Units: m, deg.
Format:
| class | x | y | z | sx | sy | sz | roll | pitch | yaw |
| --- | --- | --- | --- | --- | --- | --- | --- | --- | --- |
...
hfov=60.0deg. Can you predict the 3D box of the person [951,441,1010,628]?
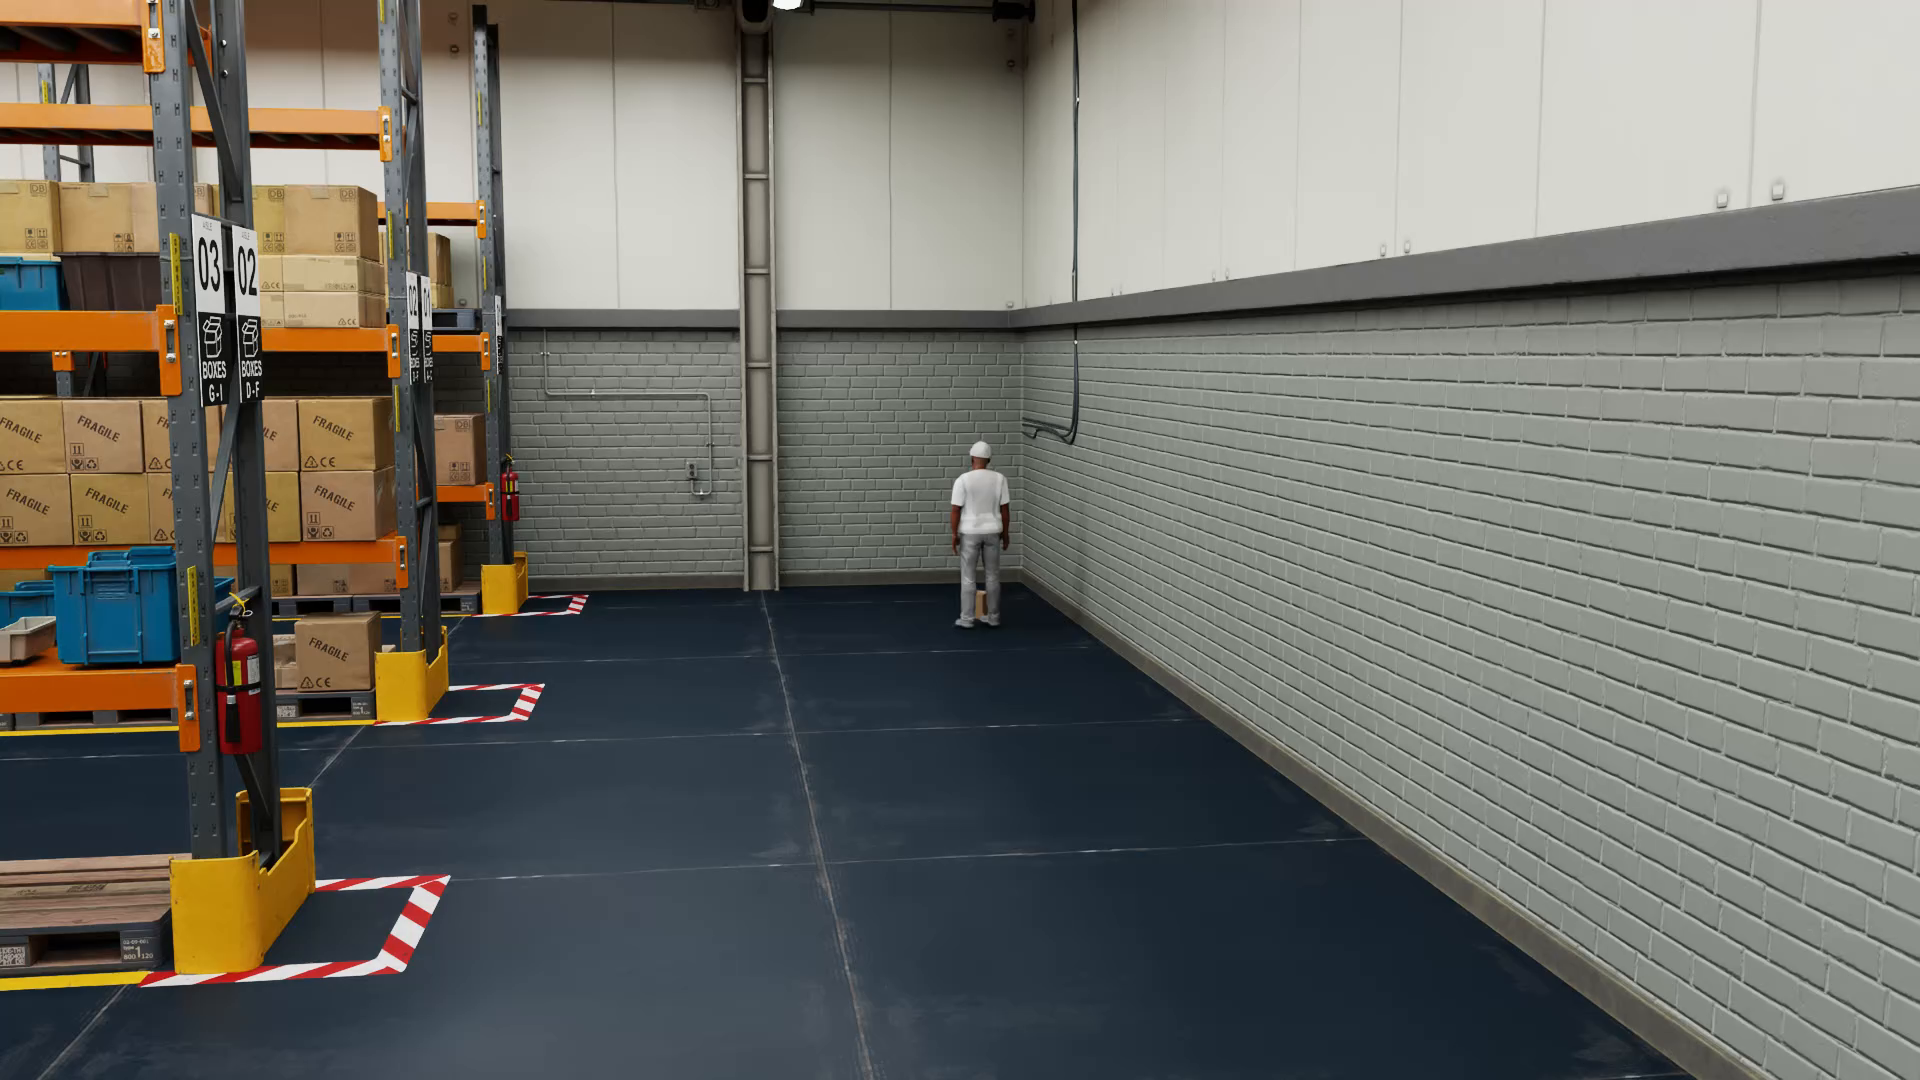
| class | x | y | z | sx | sy | sz | roll | pitch | yaw |
| --- | --- | --- | --- | --- | --- | --- | --- | --- | --- |
| person | 0.189 | -0.059 | 15.903 | 0.597 | 1.771 | 0.388 | -2 | 7 | -14 |
